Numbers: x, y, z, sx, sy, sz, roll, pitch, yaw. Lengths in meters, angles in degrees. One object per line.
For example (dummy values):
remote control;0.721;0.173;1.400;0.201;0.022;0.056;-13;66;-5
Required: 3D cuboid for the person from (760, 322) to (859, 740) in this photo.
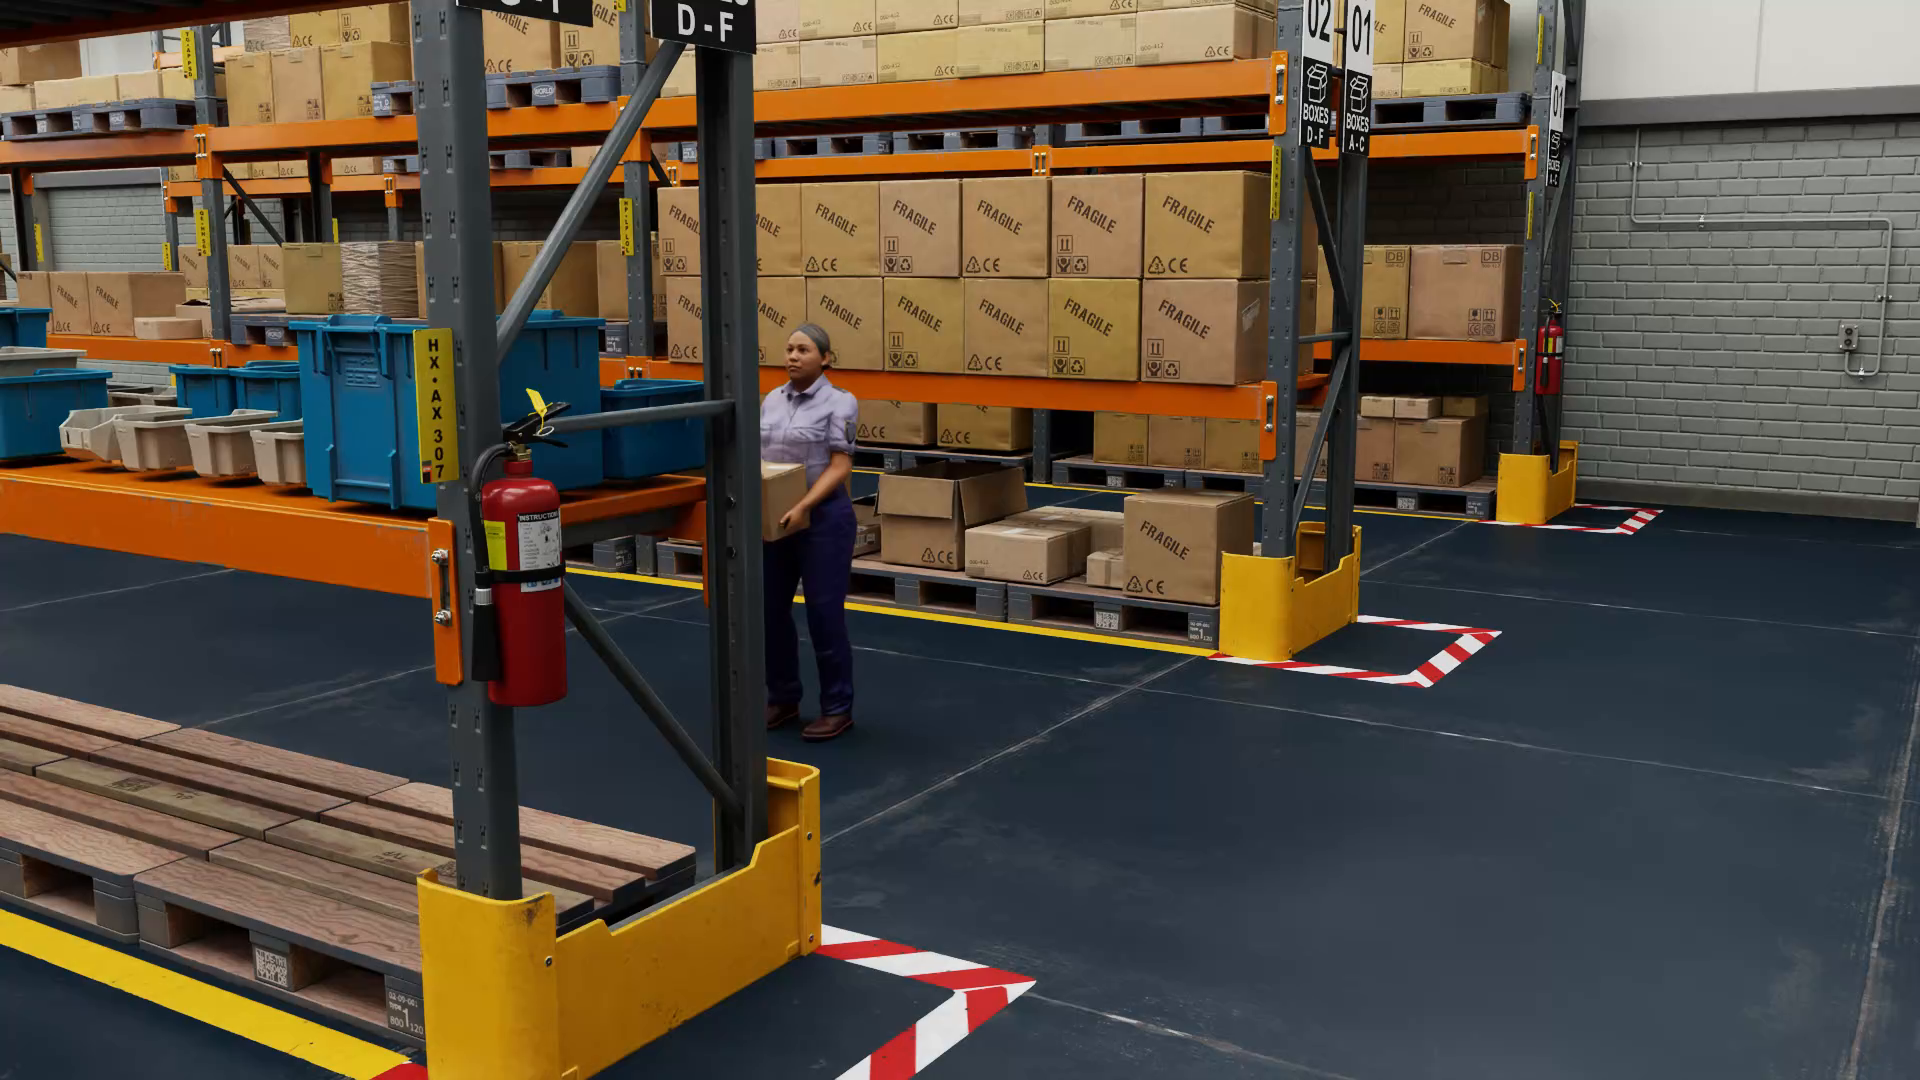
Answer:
person;-0.665;-0.034;6.623;0.471;1.647;0.511;6;11;31
